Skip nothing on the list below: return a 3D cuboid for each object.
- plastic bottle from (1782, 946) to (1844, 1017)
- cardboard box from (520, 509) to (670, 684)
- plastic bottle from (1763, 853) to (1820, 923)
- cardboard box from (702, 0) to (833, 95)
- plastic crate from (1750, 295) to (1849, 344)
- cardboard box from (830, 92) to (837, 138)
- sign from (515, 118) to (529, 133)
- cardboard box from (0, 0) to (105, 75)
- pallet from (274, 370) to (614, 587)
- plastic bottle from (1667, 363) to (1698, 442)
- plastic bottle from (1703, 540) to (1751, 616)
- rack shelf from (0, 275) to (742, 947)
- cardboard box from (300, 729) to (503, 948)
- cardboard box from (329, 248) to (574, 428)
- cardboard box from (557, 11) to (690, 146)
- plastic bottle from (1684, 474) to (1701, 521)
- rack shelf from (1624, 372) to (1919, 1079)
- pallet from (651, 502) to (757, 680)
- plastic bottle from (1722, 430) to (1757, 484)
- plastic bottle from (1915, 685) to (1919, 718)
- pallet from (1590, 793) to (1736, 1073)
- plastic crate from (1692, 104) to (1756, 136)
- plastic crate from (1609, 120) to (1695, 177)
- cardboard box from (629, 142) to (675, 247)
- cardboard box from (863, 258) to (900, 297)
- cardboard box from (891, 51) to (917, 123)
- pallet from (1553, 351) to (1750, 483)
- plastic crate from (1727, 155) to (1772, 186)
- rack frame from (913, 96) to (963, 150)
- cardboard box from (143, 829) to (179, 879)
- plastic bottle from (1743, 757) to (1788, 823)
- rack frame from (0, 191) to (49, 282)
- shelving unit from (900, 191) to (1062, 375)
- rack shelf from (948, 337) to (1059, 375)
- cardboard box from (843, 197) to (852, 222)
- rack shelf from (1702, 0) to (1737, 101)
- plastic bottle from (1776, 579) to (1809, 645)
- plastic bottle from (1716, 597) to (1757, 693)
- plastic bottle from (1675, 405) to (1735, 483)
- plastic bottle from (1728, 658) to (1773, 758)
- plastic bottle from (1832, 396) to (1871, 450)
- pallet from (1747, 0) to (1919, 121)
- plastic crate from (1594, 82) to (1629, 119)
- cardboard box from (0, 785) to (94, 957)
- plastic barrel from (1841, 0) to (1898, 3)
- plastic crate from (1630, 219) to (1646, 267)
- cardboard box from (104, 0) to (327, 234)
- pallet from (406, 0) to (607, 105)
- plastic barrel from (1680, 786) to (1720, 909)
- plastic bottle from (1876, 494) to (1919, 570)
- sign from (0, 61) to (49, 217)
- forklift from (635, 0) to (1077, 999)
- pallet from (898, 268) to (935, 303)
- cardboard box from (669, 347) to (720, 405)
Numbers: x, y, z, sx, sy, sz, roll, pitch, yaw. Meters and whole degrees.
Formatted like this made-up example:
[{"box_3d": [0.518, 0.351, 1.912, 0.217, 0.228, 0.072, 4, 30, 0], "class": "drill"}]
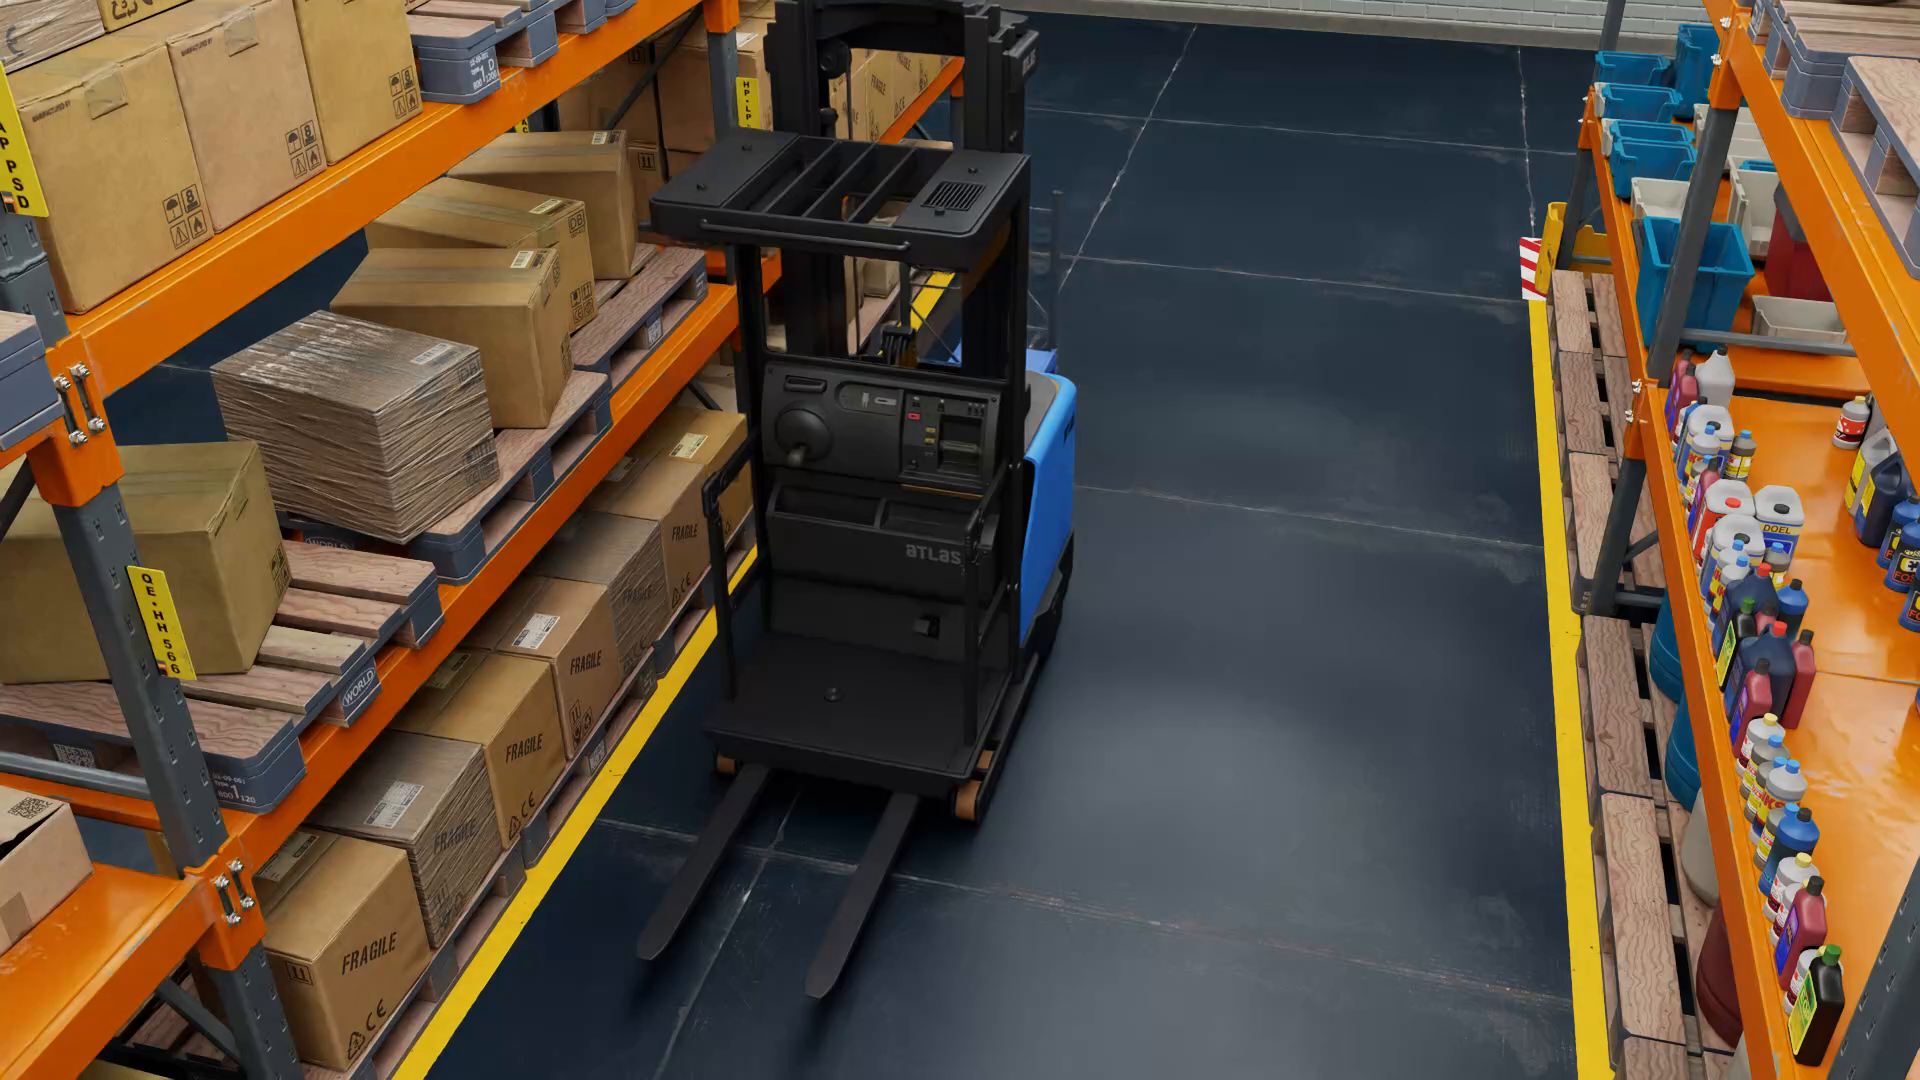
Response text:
[{"box_3d": [2.046, 1.055, 3.979, 0.097, 0.201, 0.097, 0, 32, 0], "class": "plastic bottle"}, {"box_3d": [-1.575, 0.225, 7.020, 0.500, 0.500, 0.500, 8, 33, 13], "class": "cardboard box"}, {"box_3d": [2.129, 0.885, 4.247, 0.097, 0.201, 0.097, 0, 32, 0], "class": "plastic bottle"}, {"box_3d": [-0.944, -2.393, 8.193, 0.500, 0.500, 0.500, 7, 33, 11], "class": "cardboard box"}, {"box_3d": [3.581, -0.915, 7.083, 0.396, 0.136, 0.243, 8, 33, 12], "class": "plastic crate"}, {"box_3d": [-0.946, -1.991, 8.492, 0.500, 0.500, 0.500, 9, 33, 13], "class": "cardboard box"}, {"box_3d": [-1.993, -1.890, 7.621, 0.100, 0.325, 0.005, 8, 33, 12], "class": "sign"}, {"box_3d": [-2.364, -1.335, 3.733, 0.500, 0.500, 0.500, 8, 33, 12], "class": "cardboard box"}, {"box_3d": [-1.992, -0.308, 6.118, 1.003, 0.211, 1.213, 8, 33, 12], "class": "pallet"}, {"box_3d": [2.785, -0.528, 6.393, 0.061, 0.283, 0.133, 8, 33, 12], "class": "plastic bottle"}, {"box_3d": [2.489, 0.121, 5.383, 0.097, 0.271, 0.097, 0, 32, 0], "class": "plastic bottle"}, {"box_3d": [-1.974, -0.114, 6.303, 1.077, 0.370, 4.000, 8, 33, 12], "class": "rack shelf"}, {"box_3d": [-1.962, 1.020, 5.769, 0.500, 0.500, 0.500, 7, 33, 11], "class": "cardboard box"}, {"box_3d": [-1.855, -0.749, 6.148, 0.700, 0.500, 0.500, 0, 32, 0], "class": "cardboard box"}, {"box_3d": [-1.588, -2.217, 7.916, 0.500, 0.500, 0.500, 8, 33, 13], "class": "cardboard box"}, {"box_3d": [2.640, -0.159, 5.890, 0.097, 0.201, 0.097, 0, 32, 0], "class": "plastic bottle"}, {"box_3d": [2.817, 0.563, 5.239, 1.077, 0.370, 4.000, 8, 33, 12], "class": "rack shelf"}, {"box_3d": [-1.636, 0.149, 7.819, 1.003, 0.211, 1.213, 8, 33, 12], "class": "pallet"}, {"box_3d": [2.871, -0.309, 6.126, 0.097, 0.201, 0.097, 0, 32, 0], "class": "plastic bottle"}, {"box_3d": [2.947, 0.384, 4.895, 0.144, 0.351, 0.185, 8, 33, 12], "class": "plastic bottle"}, {"box_3d": [2.780, 1.428, 5.807, 1.003, 0.211, 1.213, 8, 33, 12], "class": "pallet"}, {"box_3d": [4.308, -2.321, 9.294, 0.396, 0.136, 0.243, 8, 33, 12], "class": "plastic crate"}, {"box_3d": [3.624, -2.043, 8.767, 0.416, 0.233, 0.300, 8, 33, 12], "class": "plastic crate"}, {"box_3d": [-1.587, -1.792, 8.179, 0.500, 0.500, 0.500, 9, 33, 13], "class": "cardboard box"}, {"box_3d": [-0.621, -1.751, 10.362, 0.500, 0.250, 0.500, 8, 33, 12], "class": "cardboard box"}, {"box_3d": [-0.561, -2.776, 9.727, 0.500, 0.500, 0.500, 8, 33, 13], "class": "cardboard box"}, {"box_3d": [3.781, -0.624, 9.035, 1.003, 0.211, 1.213, 8, 33, 12], "class": "pallet"}, {"box_3d": [4.116, -1.868, 8.583, 0.298, 0.136, 0.250, 8, 33, 12], "class": "plastic crate"}, {"box_3d": [-0.451, -3.531, 11.008, 1.000, 3.000, 0.127, 8, 33, 12], "class": "rack frame"}, {"box_3d": [-2.471, 0.973, 5.844, 0.500, 0.500, 0.500, 9, 34, 14], "class": "cardboard box"}, {"box_3d": [2.228, 0.683, 4.565, 0.097, 0.201, 0.097, 0, 32, 0], "class": "plastic bottle"}, {"box_3d": [-2.481, -1.911, 2.868, 1.000, 3.000, 0.127, 8, 33, 12], "class": "rack frame"}, {"box_3d": [0.115, -0.840, 8.174, 0.538, 1.500, 1.048, 9, 33, 13], "class": "shelving unit"}, {"box_3d": [0.115, -0.689, 8.270, 0.538, 0.185, 1.000, 9, 33, 13], "class": "rack shelf"}, {"box_3d": [-0.990, -2.053, 10.836, 0.500, 0.250, 0.500, 8, 33, 12], "class": "cardboard box"}, {"box_3d": [3.832, -2.779, 7.700, 1.077, 0.370, 4.000, 8, 33, 12], "class": "rack shelf"}, {"box_3d": [2.579, 0.242, 5.194, 0.097, 0.271, 0.097, 0, 32, 0], "class": "plastic bottle"}, {"box_3d": [2.370, 0.320, 5.060, 0.061, 0.283, 0.133, 8, 33, 12], "class": "plastic bottle"}, {"box_3d": [2.745, -0.348, 6.117, 0.152, 0.276, 0.135, 8, 33, 12], "class": "plastic bottle"}, {"box_3d": [2.289, 0.485, 4.800, 0.061, 0.283, 0.133, 8, 33, 12], "class": "plastic bottle"}, {"box_3d": [3.412, -0.454, 6.353, 0.097, 0.201, 0.097, 0, 32, 0], "class": "plastic bottle"}, {"box_3d": [3.220, -1.545, 5.264, 1.213, 0.211, 1.003, 8, 33, 12], "class": "pallet"}, {"box_3d": [3.797, -2.530, 9.624, 0.250, 0.136, 0.298, 8, 33, 12], "class": "plastic crate"}, {"box_3d": [-2.616, 0.841, 4.214, 0.500, 0.311, 0.500, 10, 34, 15], "class": "cardboard box"}, {"box_3d": [2.948, -2.040, 5.349, 0.433, 0.535, 0.433, 0, 32, 0], "class": "plastic barrel"}, {"box_3d": [3.348, -1.305, 7.708, 0.437, 0.125, 0.590, 8, 33, 12], "class": "plastic crate"}, {"box_3d": [-2.274, -1.183, 4.426, 0.910, 0.500, 0.500, 8, 33, 12], "class": "cardboard box"}, {"box_3d": [-1.960, -1.774, 5.624, 1.213, 0.211, 1.003, 8, 33, 12], "class": "pallet"}, {"box_3d": [2.760, 1.022, 5.774, 0.421, 0.512, 0.421, 0, 32, 0], "class": "plastic barrel"}, {"box_3d": [3.191, -0.032, 5.624, 0.097, 0.271, 0.097, 0, 32, 0], "class": "plastic bottle"}, {"box_3d": [-1.946, -0.817, 3.388, 0.100, 0.325, 0.005, 8, 33, 12], "class": "sign"}, {"box_3d": [-0.362, -0.372, 6.103, 1.130, 2.935, 3.031, 9, 33, 13], "class": "forklift"}, {"box_3d": [-0.672, -1.901, 11.043, 1.003, 0.211, 1.213, 8, 33, 12], "class": "pallet"}, {"box_3d": [-1.596, -0.920, 8.821, 0.500, 0.500, 0.500, 8, 33, 12], "class": "cardboard box"}]
